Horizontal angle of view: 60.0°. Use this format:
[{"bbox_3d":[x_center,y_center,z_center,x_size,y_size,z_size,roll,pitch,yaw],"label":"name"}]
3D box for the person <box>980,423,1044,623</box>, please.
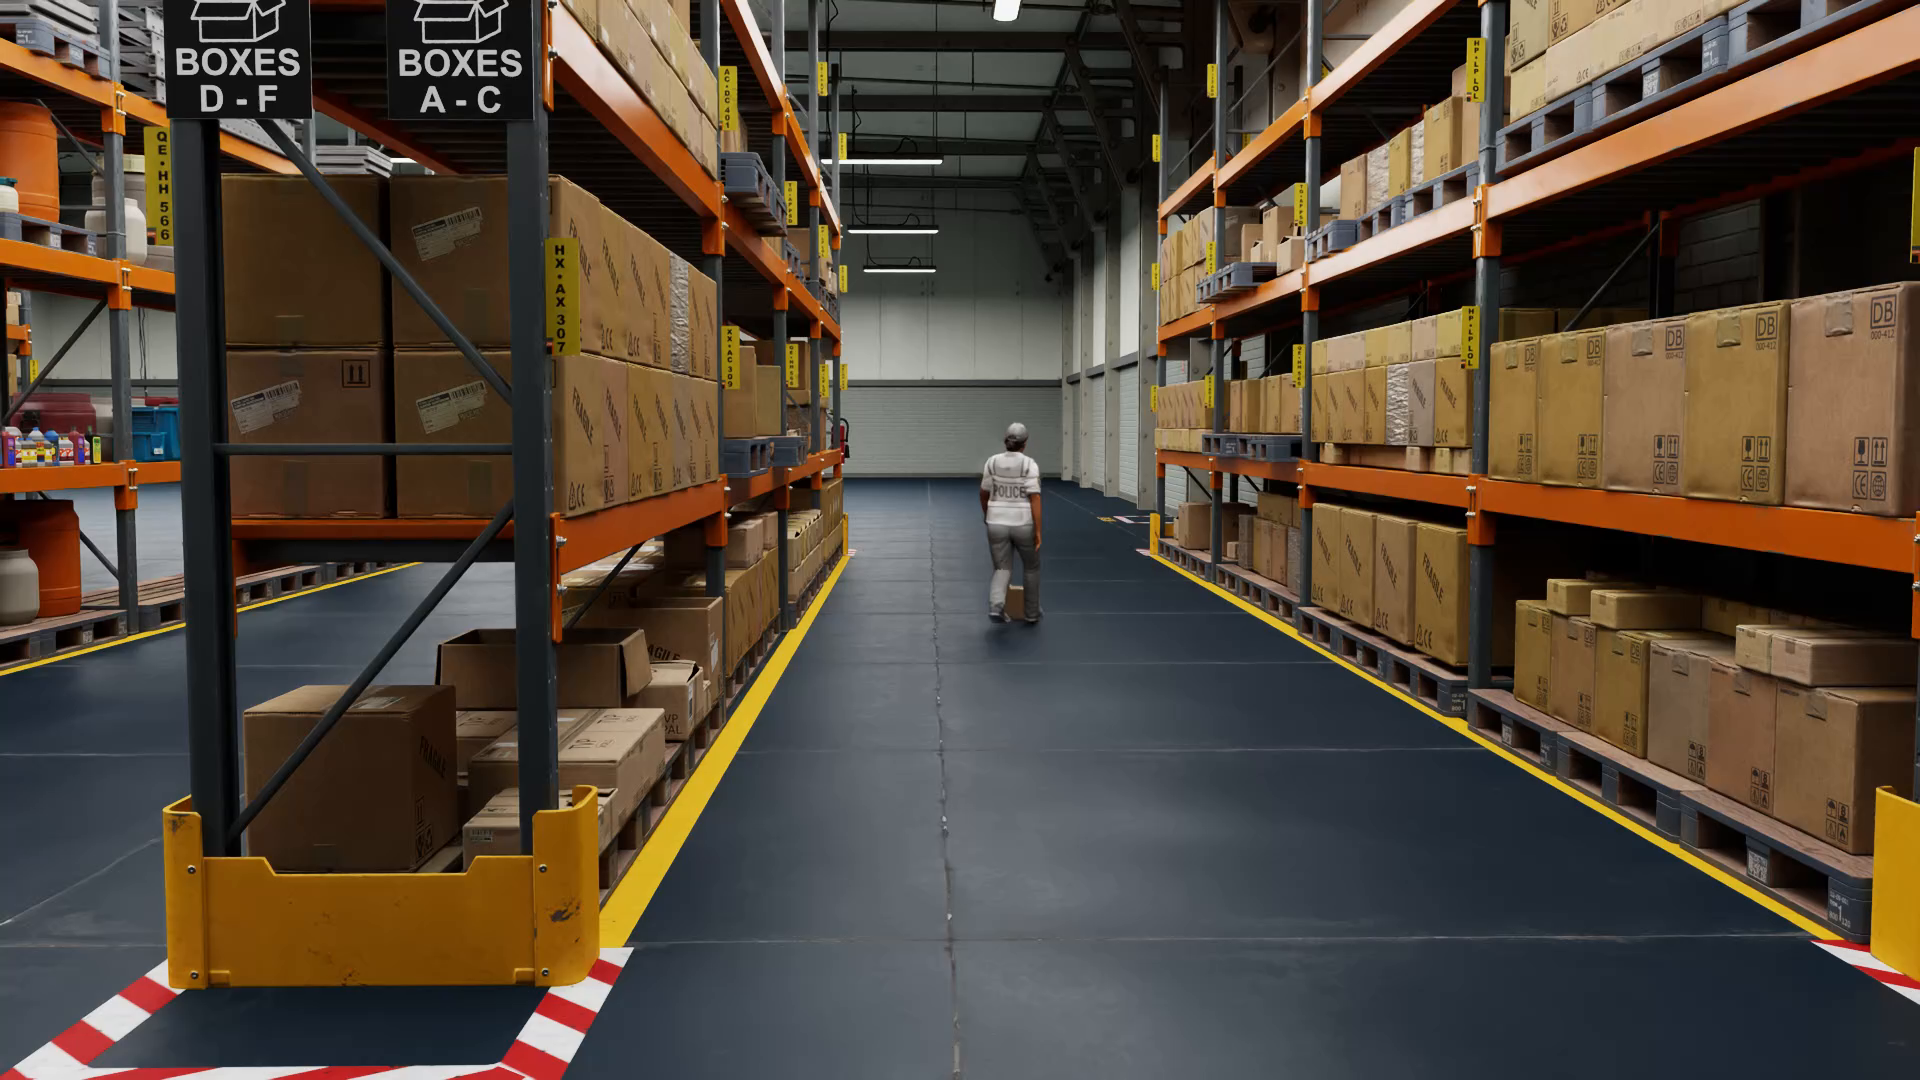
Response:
[{"bbox_3d":[0.444,-0.128,13.143,0.524,1.594,0.889,1,4,15],"label":"person"}]
